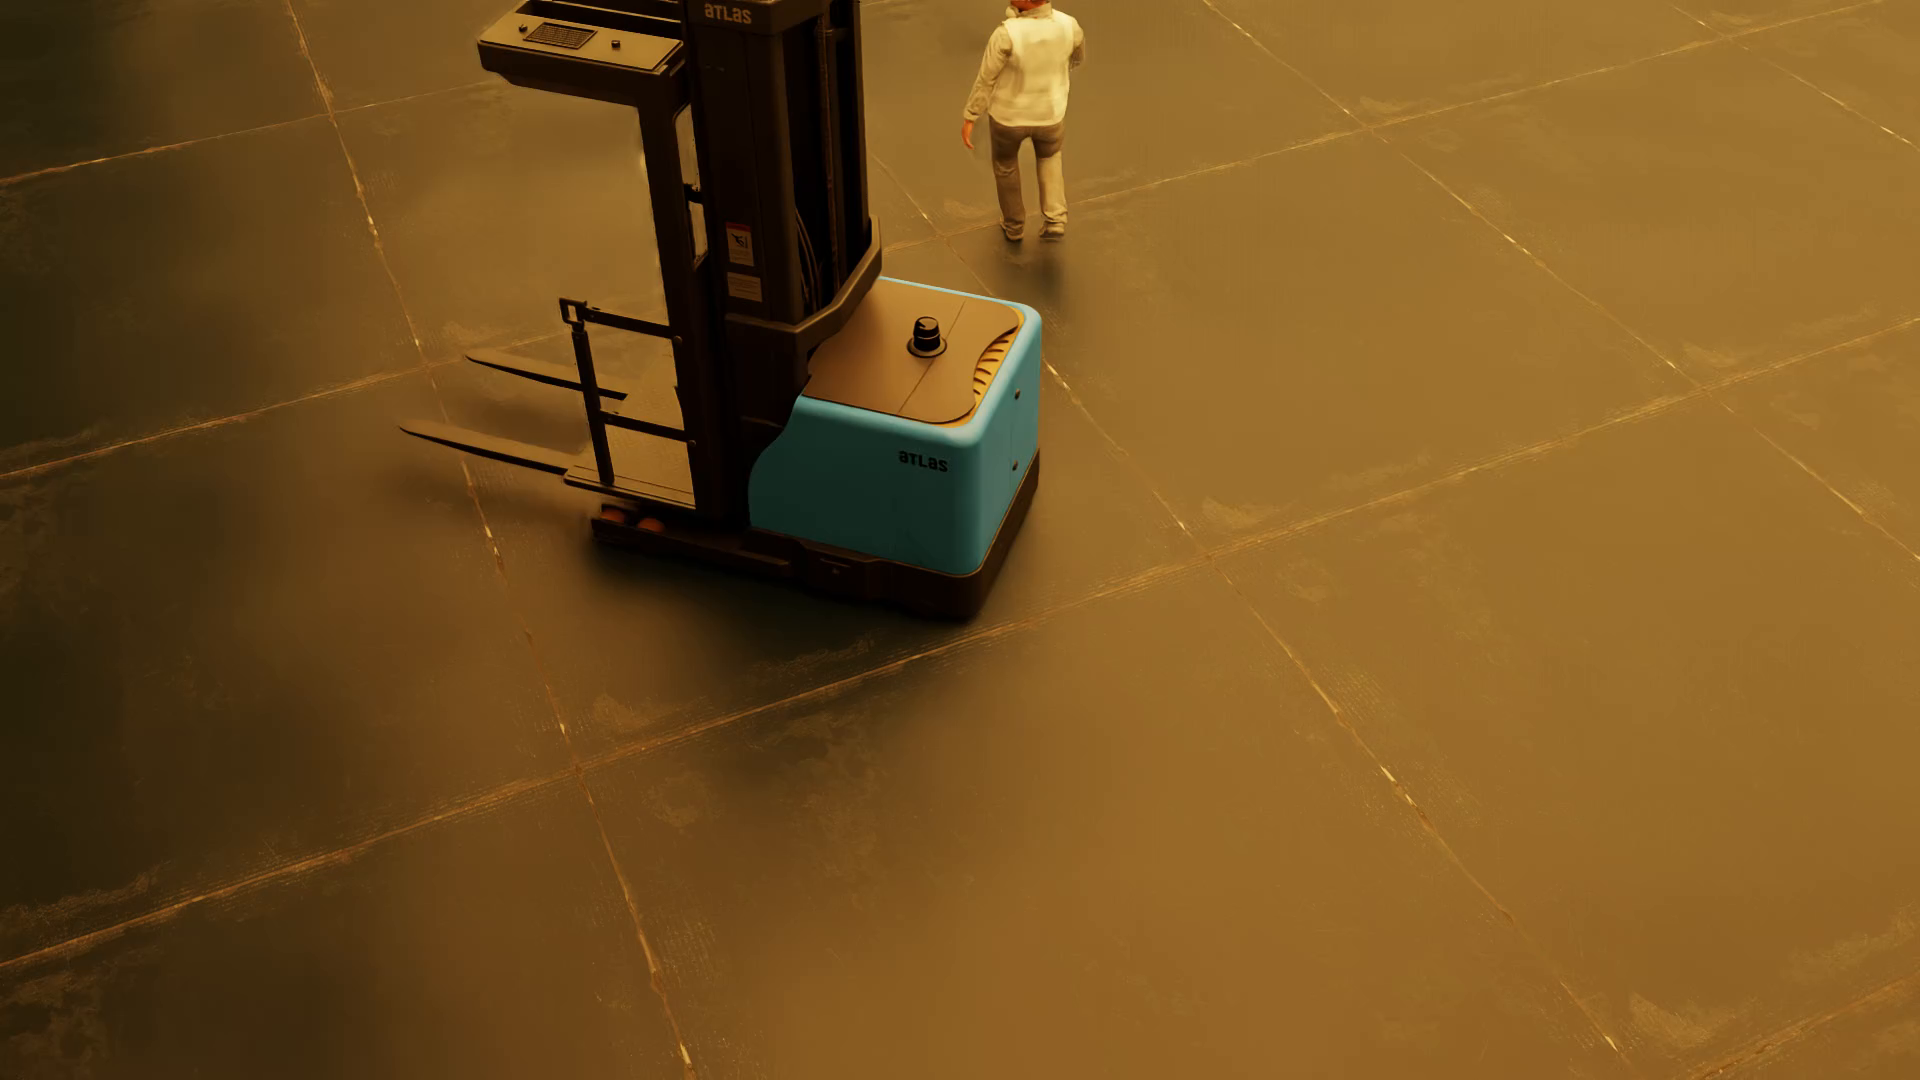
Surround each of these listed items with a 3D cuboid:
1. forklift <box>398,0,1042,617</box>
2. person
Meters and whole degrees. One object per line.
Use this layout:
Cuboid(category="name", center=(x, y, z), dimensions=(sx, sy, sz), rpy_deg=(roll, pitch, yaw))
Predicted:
Cuboid(category="forklift", center=(-1.197, -1.338, 7.114), dimensions=(3.031, 2.935, 1.130), rpy_deg=(13, 45, 14))
Cuboid(category="person", center=(0.331, -2.385, 9.128), dimensions=(0.705, 1.725, 0.555), rpy_deg=(-5, 43, -6))
